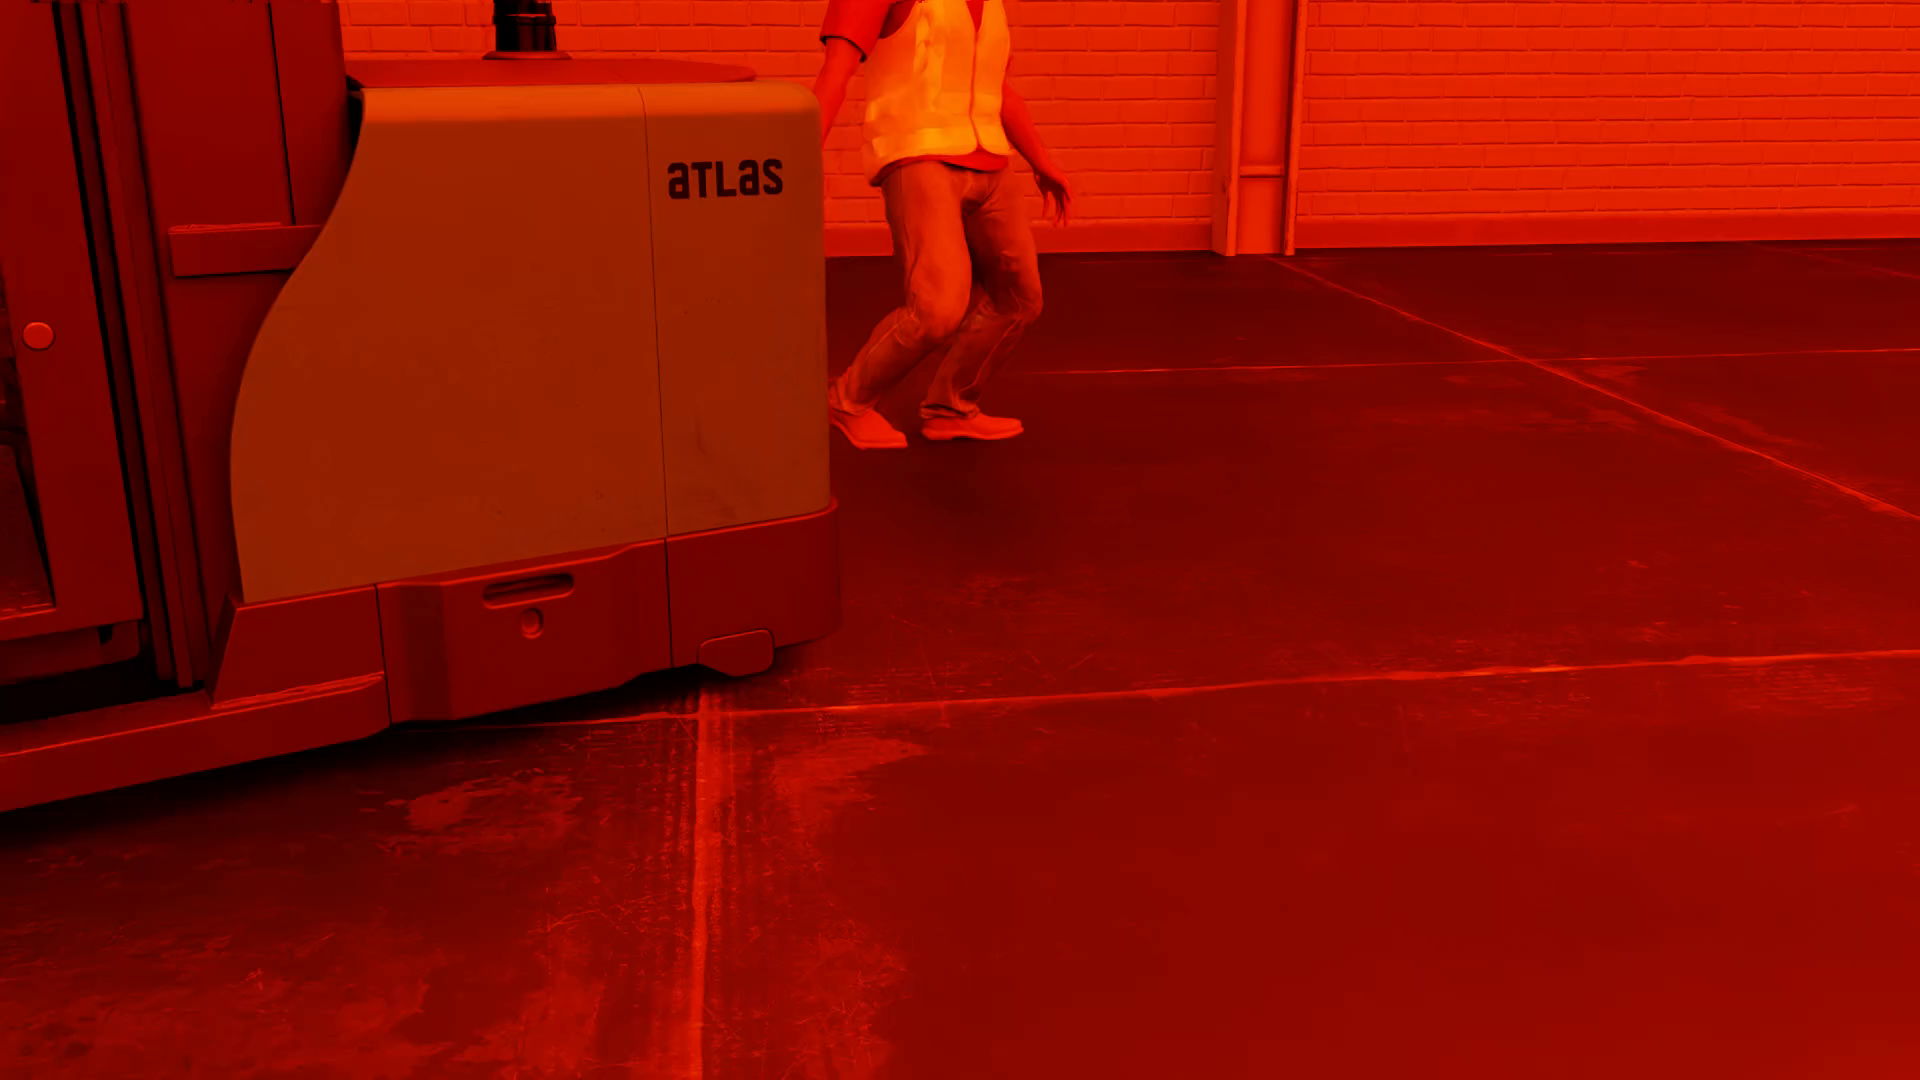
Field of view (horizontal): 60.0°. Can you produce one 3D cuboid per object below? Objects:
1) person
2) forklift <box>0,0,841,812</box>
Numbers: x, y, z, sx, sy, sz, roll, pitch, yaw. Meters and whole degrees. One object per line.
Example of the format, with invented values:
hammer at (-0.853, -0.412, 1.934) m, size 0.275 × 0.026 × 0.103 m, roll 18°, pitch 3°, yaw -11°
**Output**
person at (-0.054, -1.018, 4.468) m, size 0.507 × 1.672 × 0.954 m, roll 14°, pitch 22°, yaw 40°
forklift at (-1.754, -1.064, 2.417) m, size 3.031 × 2.935 × 1.130 m, roll -10°, pitch 19°, yaw -30°
